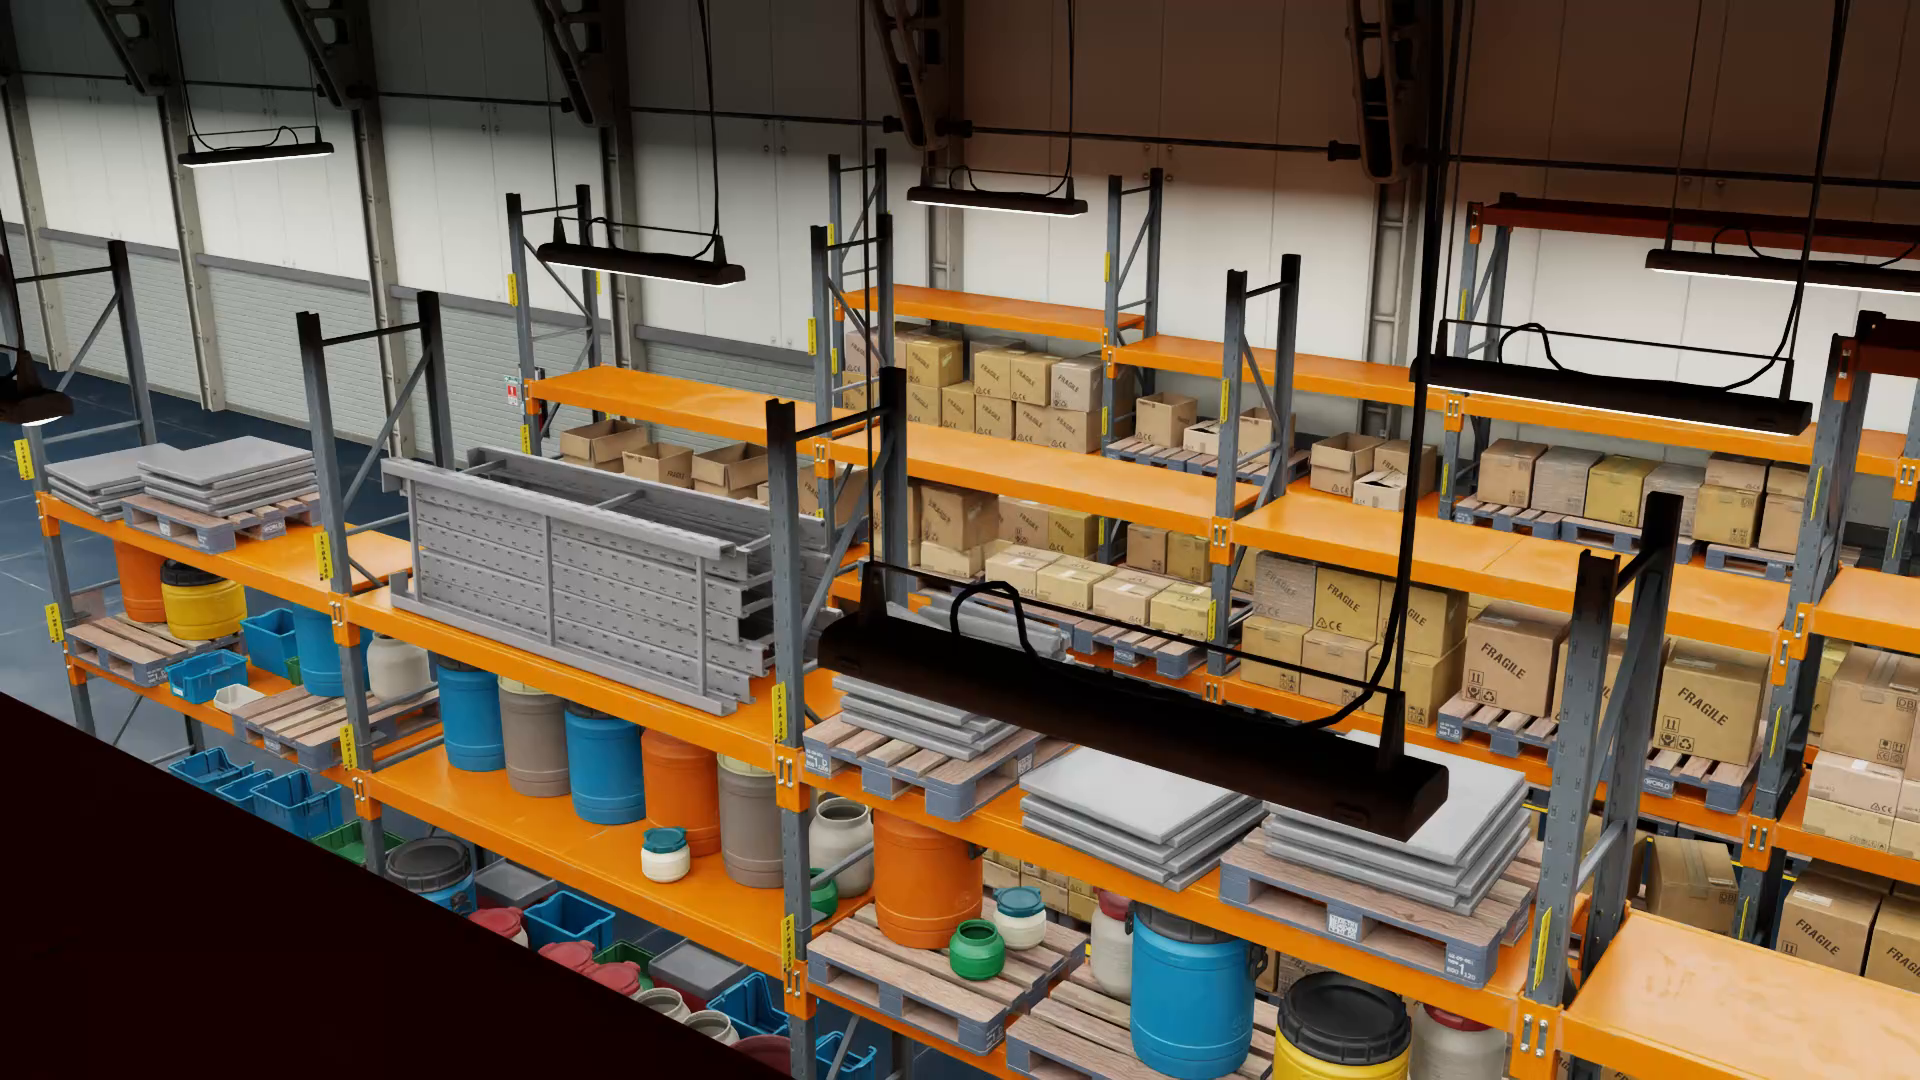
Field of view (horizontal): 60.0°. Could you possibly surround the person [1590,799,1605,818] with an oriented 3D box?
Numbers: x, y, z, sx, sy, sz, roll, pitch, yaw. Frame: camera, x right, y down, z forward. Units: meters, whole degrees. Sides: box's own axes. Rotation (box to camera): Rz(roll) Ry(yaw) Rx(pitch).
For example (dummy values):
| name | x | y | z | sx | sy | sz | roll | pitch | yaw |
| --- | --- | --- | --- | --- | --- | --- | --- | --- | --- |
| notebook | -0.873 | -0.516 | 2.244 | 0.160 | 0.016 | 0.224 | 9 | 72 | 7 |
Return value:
| name | x | y | z | sx | sy | sz | roll | pitch | yaw |
| --- | --- | --- | --- | --- | --- | --- | --- | --- | --- |
| person | 5.233 | 2.781 | 14.054 | 0.610 | 1.764 | 0.512 | -10 | 21 | -28 |
